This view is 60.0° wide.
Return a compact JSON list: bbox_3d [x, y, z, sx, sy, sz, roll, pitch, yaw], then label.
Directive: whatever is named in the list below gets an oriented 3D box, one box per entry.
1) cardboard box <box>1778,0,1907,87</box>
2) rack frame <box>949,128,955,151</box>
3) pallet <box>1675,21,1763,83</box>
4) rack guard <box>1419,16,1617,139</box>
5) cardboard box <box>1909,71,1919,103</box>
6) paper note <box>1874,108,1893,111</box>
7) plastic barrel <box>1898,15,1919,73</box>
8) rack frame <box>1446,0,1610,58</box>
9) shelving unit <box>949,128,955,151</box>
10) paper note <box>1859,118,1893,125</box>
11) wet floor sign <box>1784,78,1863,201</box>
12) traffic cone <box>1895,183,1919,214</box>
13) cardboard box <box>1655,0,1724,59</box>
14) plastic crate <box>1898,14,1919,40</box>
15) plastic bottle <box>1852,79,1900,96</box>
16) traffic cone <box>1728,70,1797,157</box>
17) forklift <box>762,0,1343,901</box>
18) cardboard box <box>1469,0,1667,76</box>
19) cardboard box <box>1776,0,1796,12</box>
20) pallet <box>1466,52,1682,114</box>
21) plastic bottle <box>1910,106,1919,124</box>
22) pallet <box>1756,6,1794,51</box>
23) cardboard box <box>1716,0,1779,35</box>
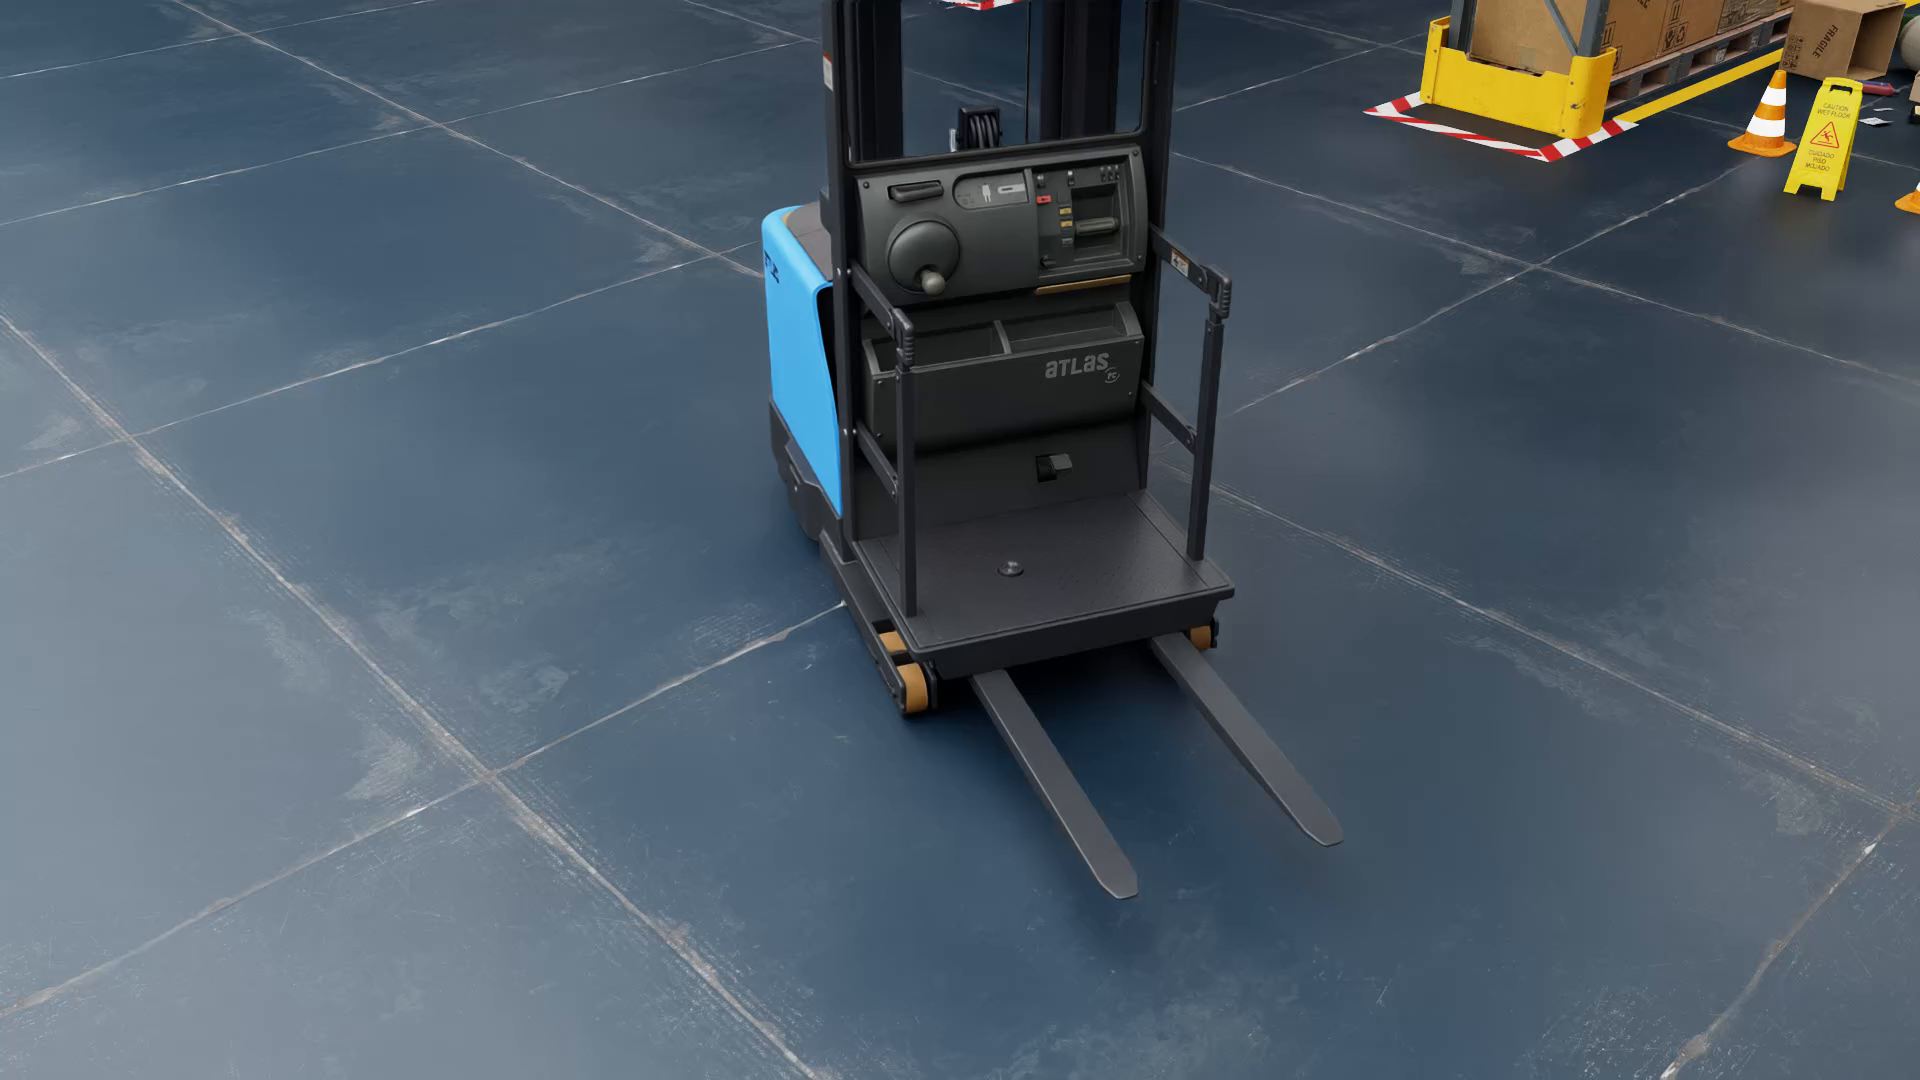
[{"bbox_3d":[6.052,-3.455,11.418,0.500,0.500,0.500,-19,36,-28],"label":"cardboard box"},{"bbox_3d":[0.005,-1.076,6.858,0.015,1.200,0.240,-11,33,-17],"label":"rack frame"},{"bbox_3d":[4.987,-3.599,11.933,1.213,0.211,1.003,-26,40,-35],"label":"pallet"},{"bbox_3d":[3.542,-2.969,10.627,0.348,0.500,1.175,-26,40,-35],"label":"rack guard"},{"bbox_3d":[6.484,-2.983,10.873,0.258,0.266,0.396,-19,36,-28],"label":"cardboard box"},{"bbox_3d":[6.011,-2.802,10.823,0.123,0.001,0.032,-7,32,-11],"label":"paper note"},{"bbox_3d":[6.703,-3.375,11.363,0.421,0.421,0.512,-1,31,-2],"label":"plastic barrel"},{"bbox_3d":[3.559,-4.044,9.989,0.127,3.000,1.000,-26,40,-35],"label":"rack frame"},{"bbox_3d":[-0.225,-1.033,6.789,0.503,1.200,0.258,-11,33,-17],"label":"shelving unit"},{"bbox_3d":[5.833,-2.669,10.587,0.142,0.017,0.144,-12,34,-19],"label":"paper note"},{"bbox_3d":[4.884,-2.272,9.348,0.267,0.644,0.232,22,37,31],"label":"wet floor sign"},{"bbox_3d":[5.433,-2.054,9.166,0.334,0.463,0.336,-26,40,-35],"label":"traffic cone"},{"bbox_3d":[4.655,-3.896,11.380,0.875,0.875,0.875,-27,40,-36],"label":"cardboard box"},{"bbox_3d":[7.256,-3.725,12.107,0.662,0.188,0.450,-7,22,-11],"label":"plastic crate"},{"bbox_3d":[6.140,-3.027,11.141,0.283,0.061,0.133,15,34,23],"label":"plastic bottle"},{"bbox_3d":[4.914,-2.607,10.070,0.334,0.463,0.336,-26,40,-35],"label":"traffic cone"},{"bbox_3d":[0.216,-0.932,4.965,1.130,2.935,3.031,-11,33,-17],"label":"forklift"},{"bbox_3d":[4.011,-3.583,10.868,0.875,0.875,0.875,-26,40,-35],"label":"cardboard box"},{"bbox_3d":[5.983,-4.540,12.433,0.875,0.875,0.875,-25,39,-35],"label":"cardboard box"},{"bbox_3d":[4.092,-3.168,11.229,1.213,0.211,1.003,-26,40,-35],"label":"pallet"},{"bbox_3d":[6.170,-2.729,10.655,0.133,0.061,0.283,15,34,23],"label":"plastic bottle"},{"bbox_3d":[5.881,-4.034,12.644,1.213,0.211,1.003,-26,40,-35],"label":"pallet"},{"bbox_3d":[5.325,-4.218,11.908,0.875,0.875,0.875,-25,40,-35],"label":"cardboard box"}]
